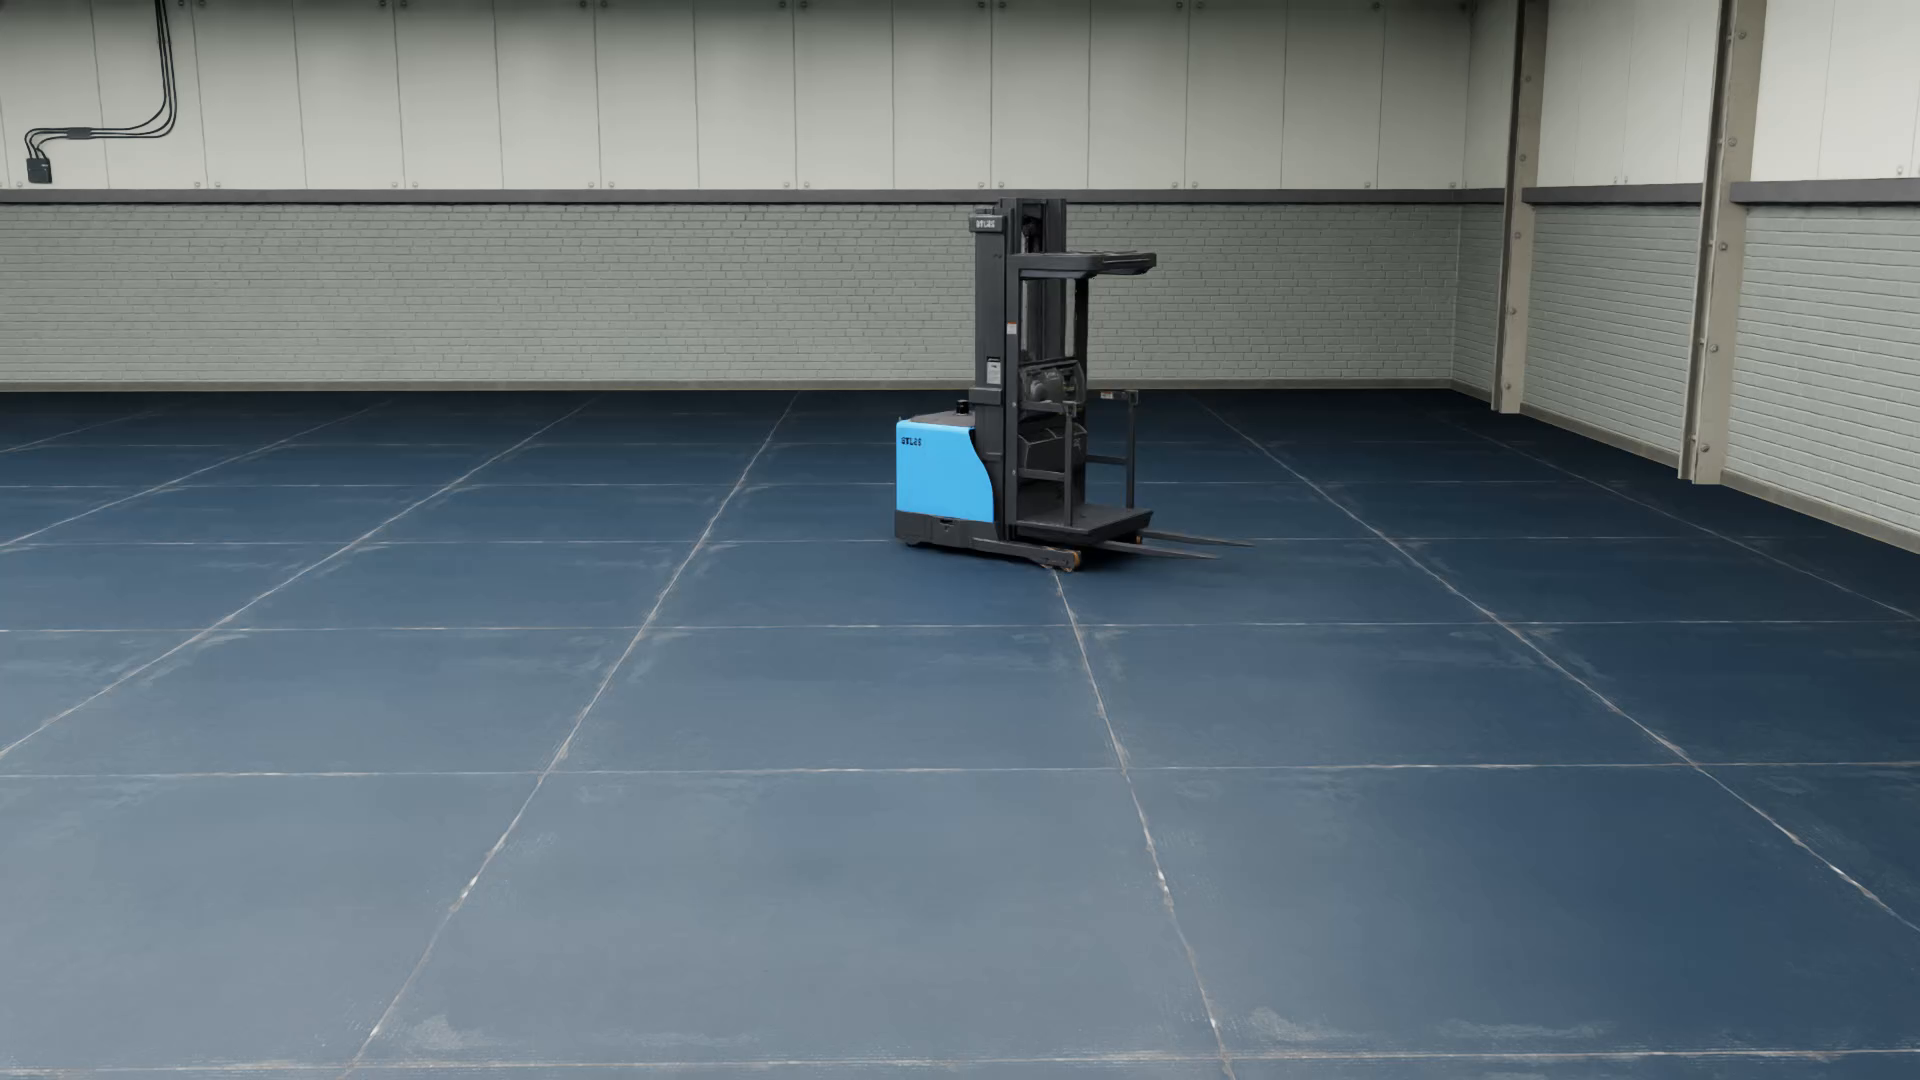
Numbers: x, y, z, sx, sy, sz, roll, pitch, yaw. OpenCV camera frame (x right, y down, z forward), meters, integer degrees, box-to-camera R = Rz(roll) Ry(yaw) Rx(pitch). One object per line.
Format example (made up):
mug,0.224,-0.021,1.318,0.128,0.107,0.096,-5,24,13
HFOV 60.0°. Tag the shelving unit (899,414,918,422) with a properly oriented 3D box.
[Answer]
shelving unit,-0.380,-0.576,14.757,0.215,1.050,0.252,8,14,34

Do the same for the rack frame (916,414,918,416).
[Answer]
rack frame,-0.311,-0.596,14.855,0.200,1.050,0.008,8,14,34

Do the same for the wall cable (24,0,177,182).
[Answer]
wall cable,-13.011,-8.393,24.744,2.305,6.003,0.169,0,11,-1

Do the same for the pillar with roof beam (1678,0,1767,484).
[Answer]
pillar with roof beam,3.549,-5.019,16.664,9.100,9.000,0.400,0,11,-1

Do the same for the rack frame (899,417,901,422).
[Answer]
rack frame,-0.449,-0.556,14.658,0.200,1.050,0.008,8,14,34

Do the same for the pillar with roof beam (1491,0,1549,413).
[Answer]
pillar with roof beam,3.425,-6.211,22.543,9.100,9.000,0.400,0,11,-1

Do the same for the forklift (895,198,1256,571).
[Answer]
forklift,0.936,-1.305,13.618,3.031,2.935,1.130,8,14,35
